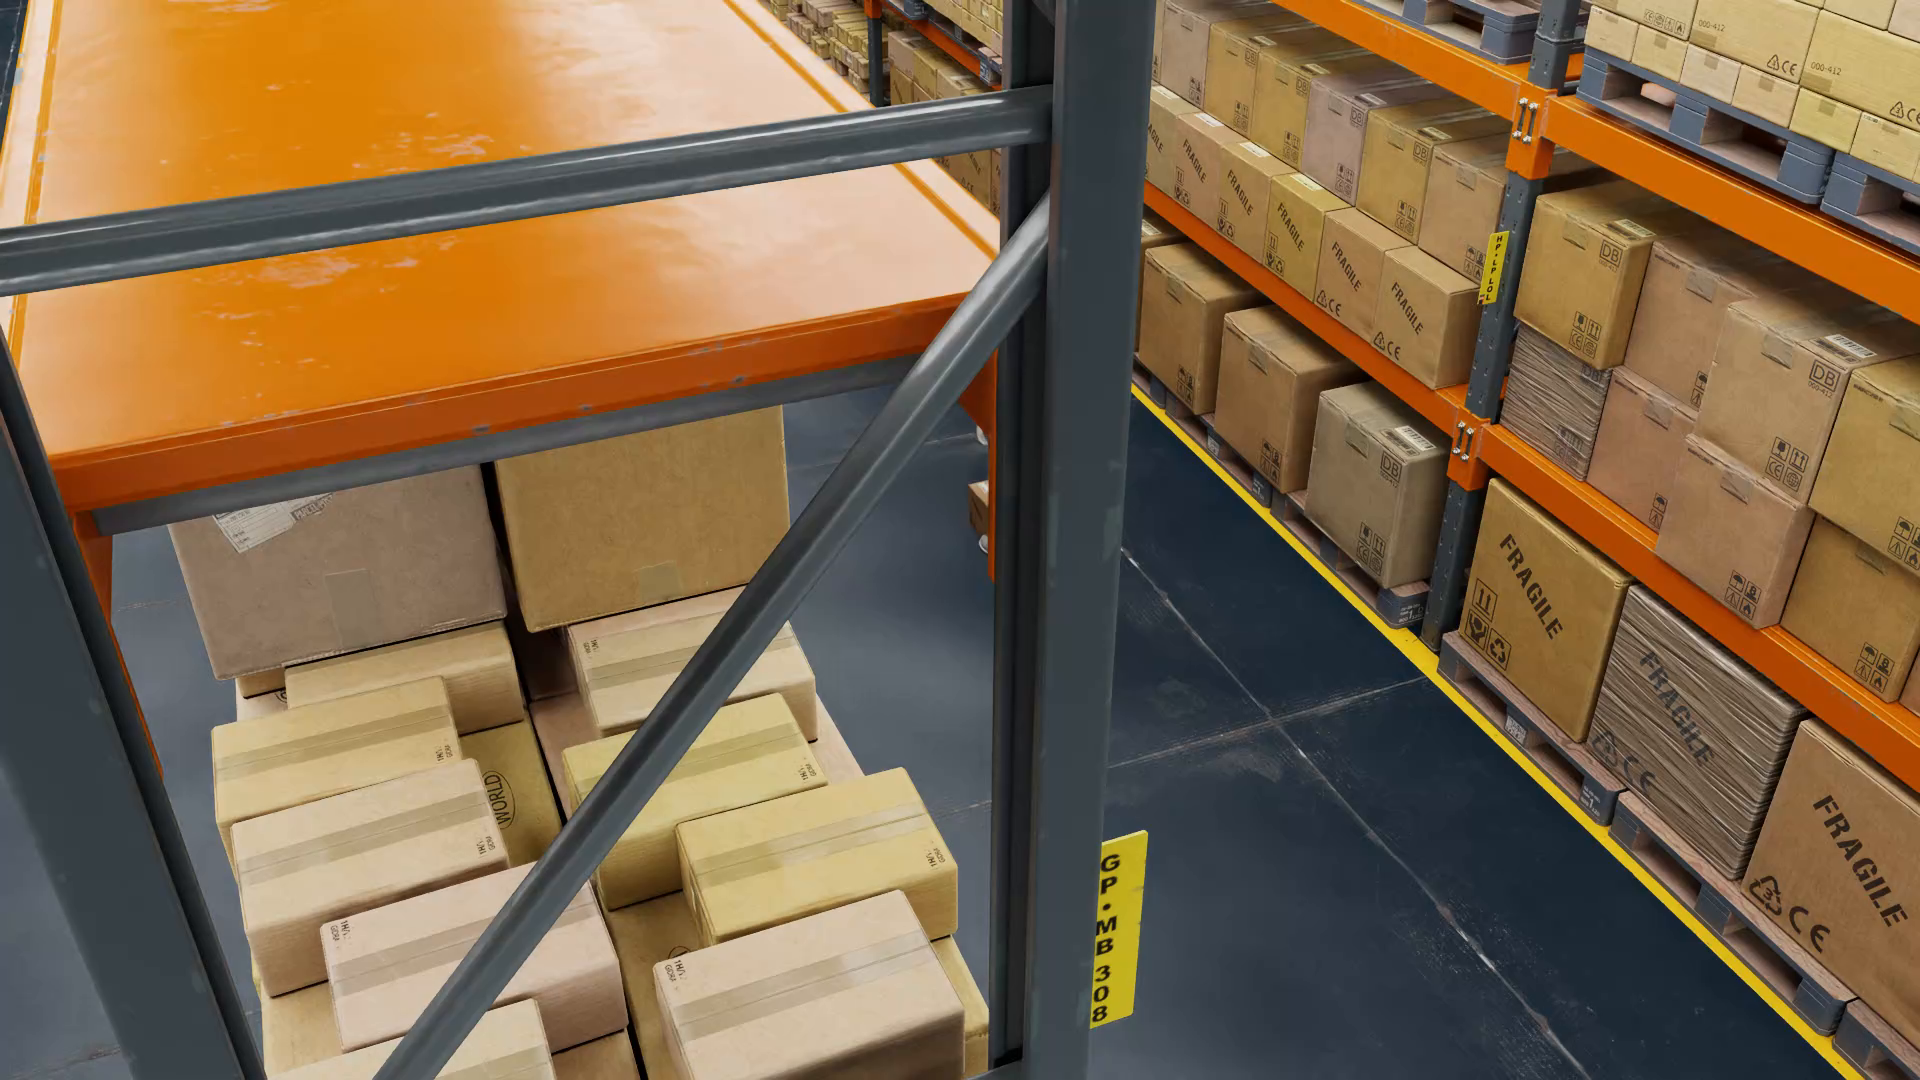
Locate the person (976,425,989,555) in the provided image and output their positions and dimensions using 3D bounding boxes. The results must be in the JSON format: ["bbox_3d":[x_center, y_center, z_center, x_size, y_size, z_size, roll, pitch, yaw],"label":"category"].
[{"bbox_3d":[0.314,-0.628,8.463,0.518,1.663,0.369,-14,36,-20],"label":"person"}]
